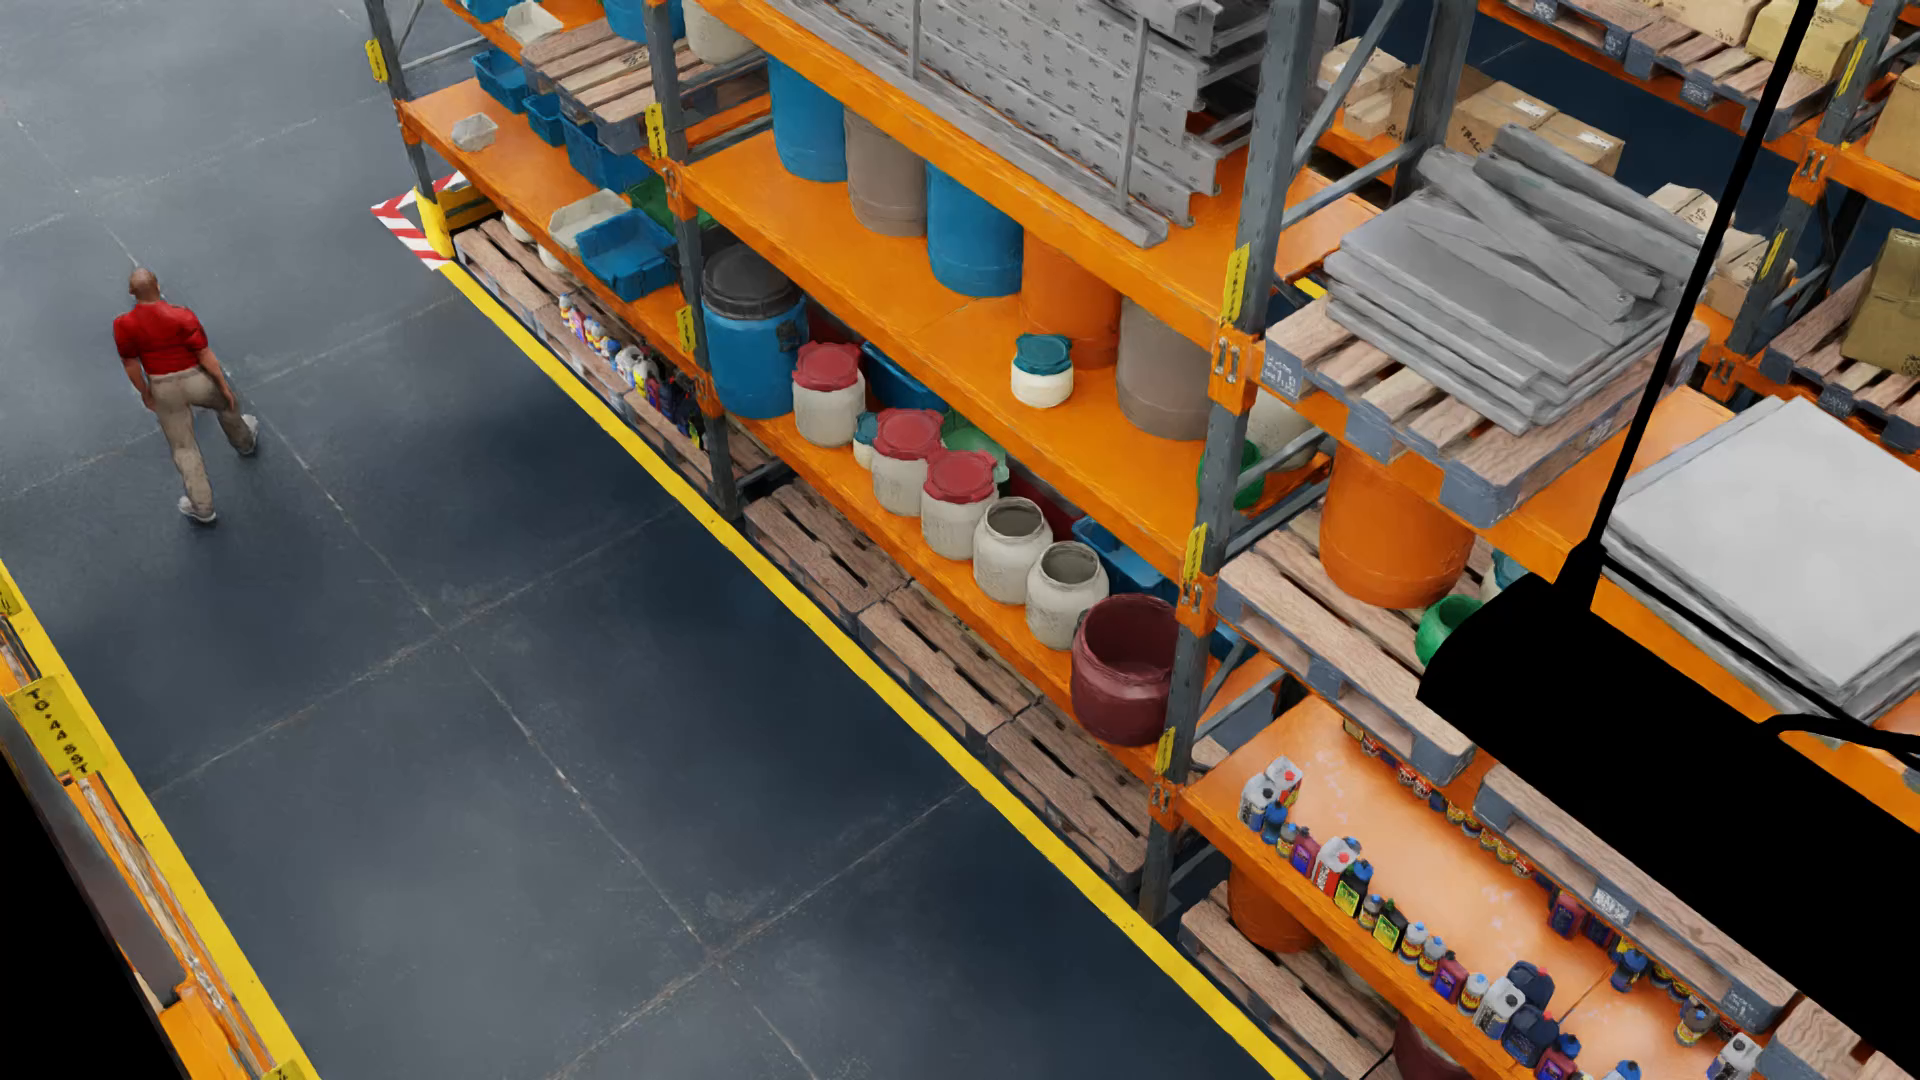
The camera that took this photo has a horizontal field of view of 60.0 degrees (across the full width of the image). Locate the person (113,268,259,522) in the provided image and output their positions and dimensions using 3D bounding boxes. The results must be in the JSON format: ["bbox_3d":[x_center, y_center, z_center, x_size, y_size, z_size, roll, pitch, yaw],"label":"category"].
[{"bbox_3d":[-5.047,-1.014,10.796,0.581,1.673,0.979,-13,48,-12],"label":"person"}]
